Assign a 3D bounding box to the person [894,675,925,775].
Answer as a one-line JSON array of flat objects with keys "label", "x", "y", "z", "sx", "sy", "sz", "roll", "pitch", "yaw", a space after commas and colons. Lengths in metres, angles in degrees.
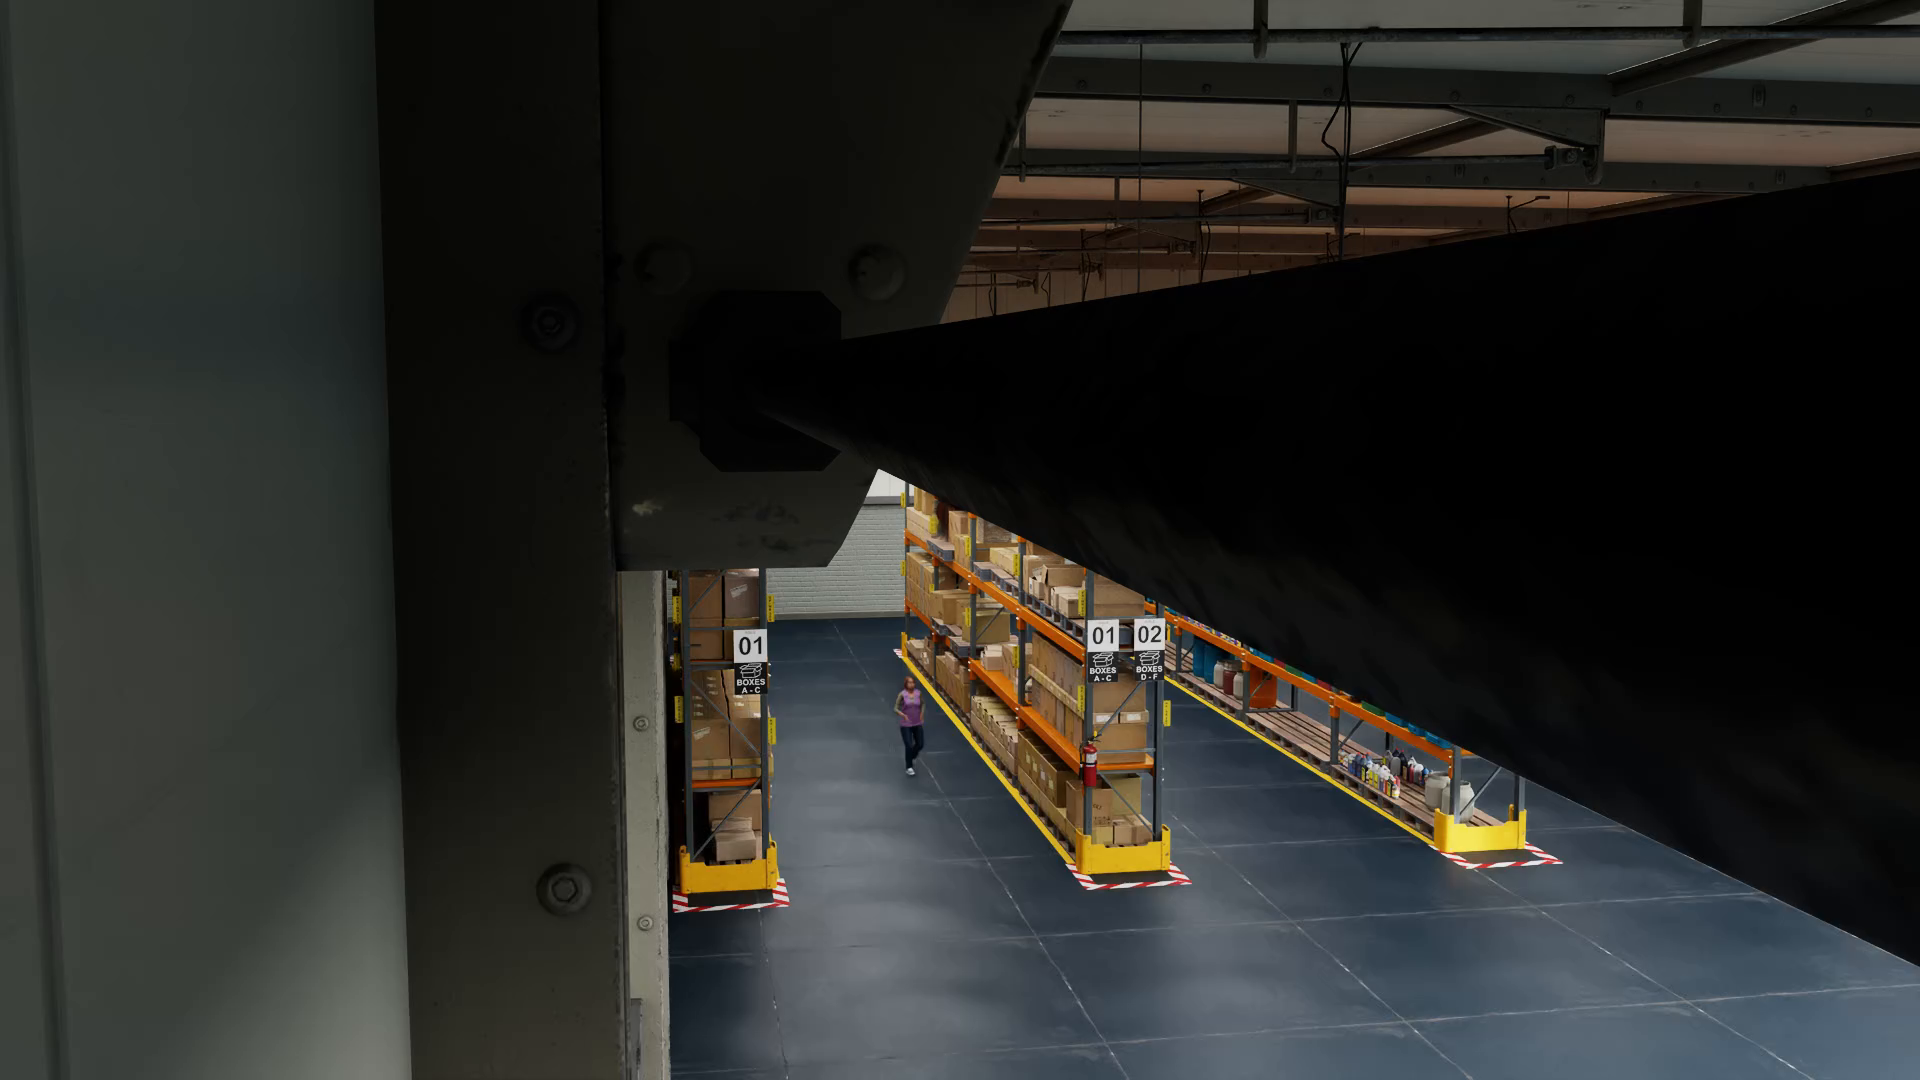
[{"label": "person", "x": -0.754, "y": 2.886, "z": 25.820, "sx": 0.529, "sy": 1.540, "sz": 0.544, "roll": -2, "pitch": 6, "yaw": -18}]
